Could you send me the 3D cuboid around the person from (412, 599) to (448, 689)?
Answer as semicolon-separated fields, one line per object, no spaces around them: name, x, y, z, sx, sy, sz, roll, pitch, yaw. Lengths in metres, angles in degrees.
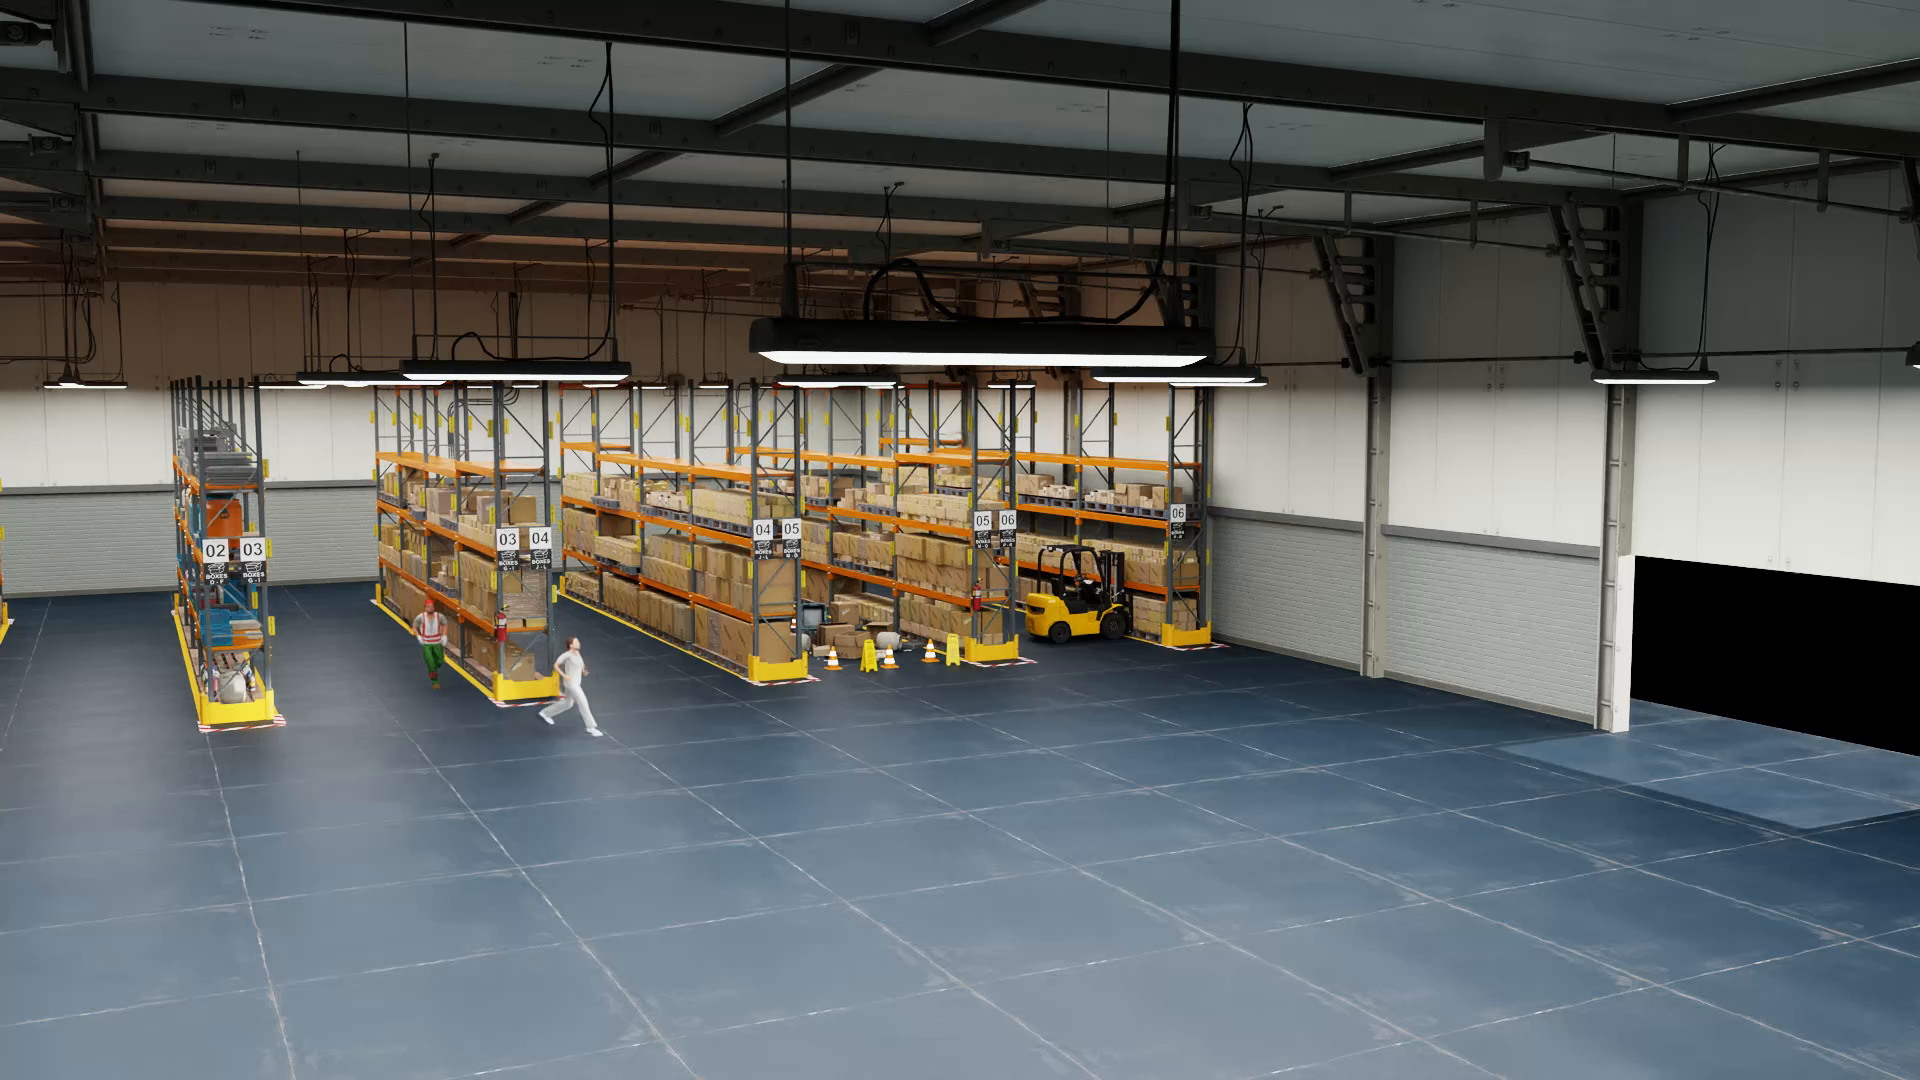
person;-10.243;2.002;32.173;0.678;1.740;0.593;-2;6;-25

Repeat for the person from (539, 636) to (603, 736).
person;-6.507;2.428;27.806;1.126;1.676;0.535;0;5;4
